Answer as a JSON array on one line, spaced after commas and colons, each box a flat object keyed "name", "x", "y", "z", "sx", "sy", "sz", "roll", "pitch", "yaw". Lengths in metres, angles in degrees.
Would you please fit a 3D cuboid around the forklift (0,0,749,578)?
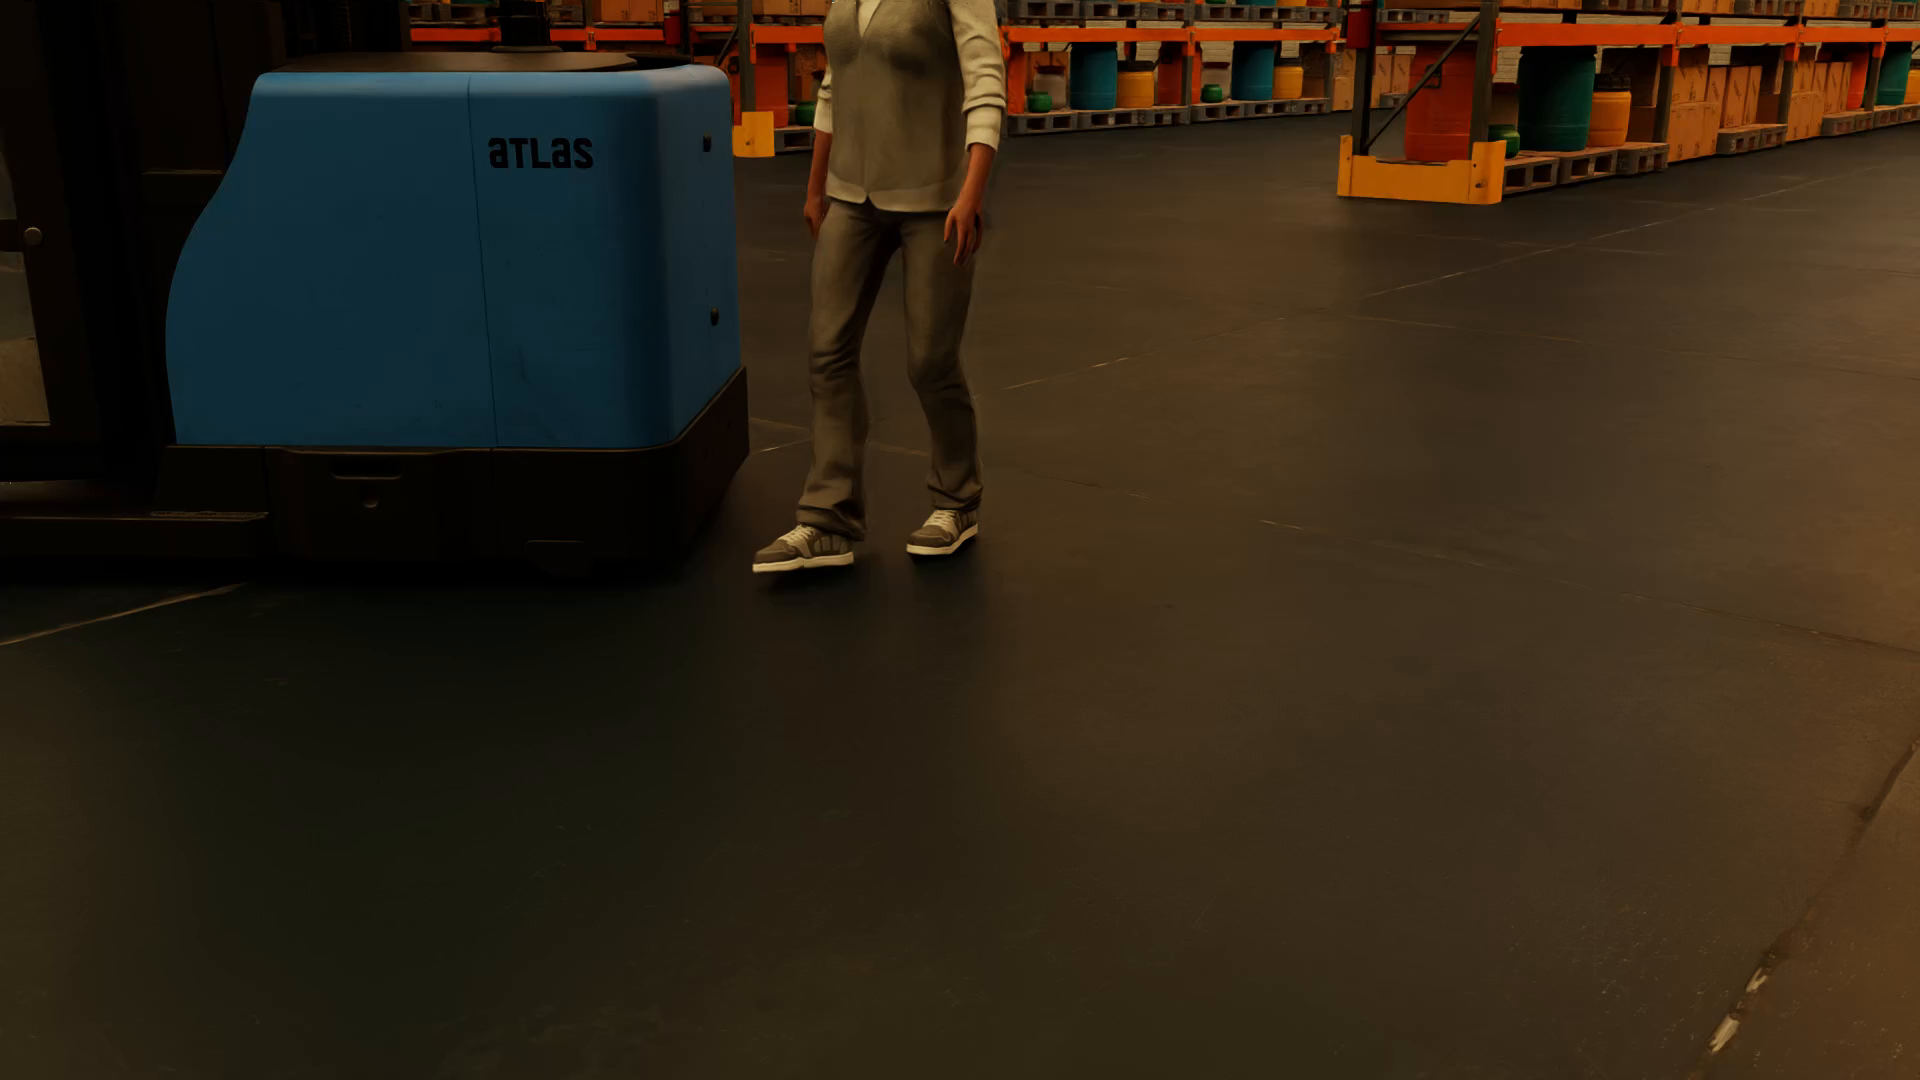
[{"name": "forklift", "x": -2.097, "y": -1.462, "z": 3.712, "sx": 3.031, "sy": 2.935, "sz": 1.130, "roll": 1, "pitch": 17, "yaw": 2}]

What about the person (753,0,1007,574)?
[{"name": "person", "x": -0.163, "y": -0.698, "z": 3.544, "sx": 0.579, "sy": 1.574, "sz": 0.648, "roll": 10, "pitch": 20, "yaw": 30}]
